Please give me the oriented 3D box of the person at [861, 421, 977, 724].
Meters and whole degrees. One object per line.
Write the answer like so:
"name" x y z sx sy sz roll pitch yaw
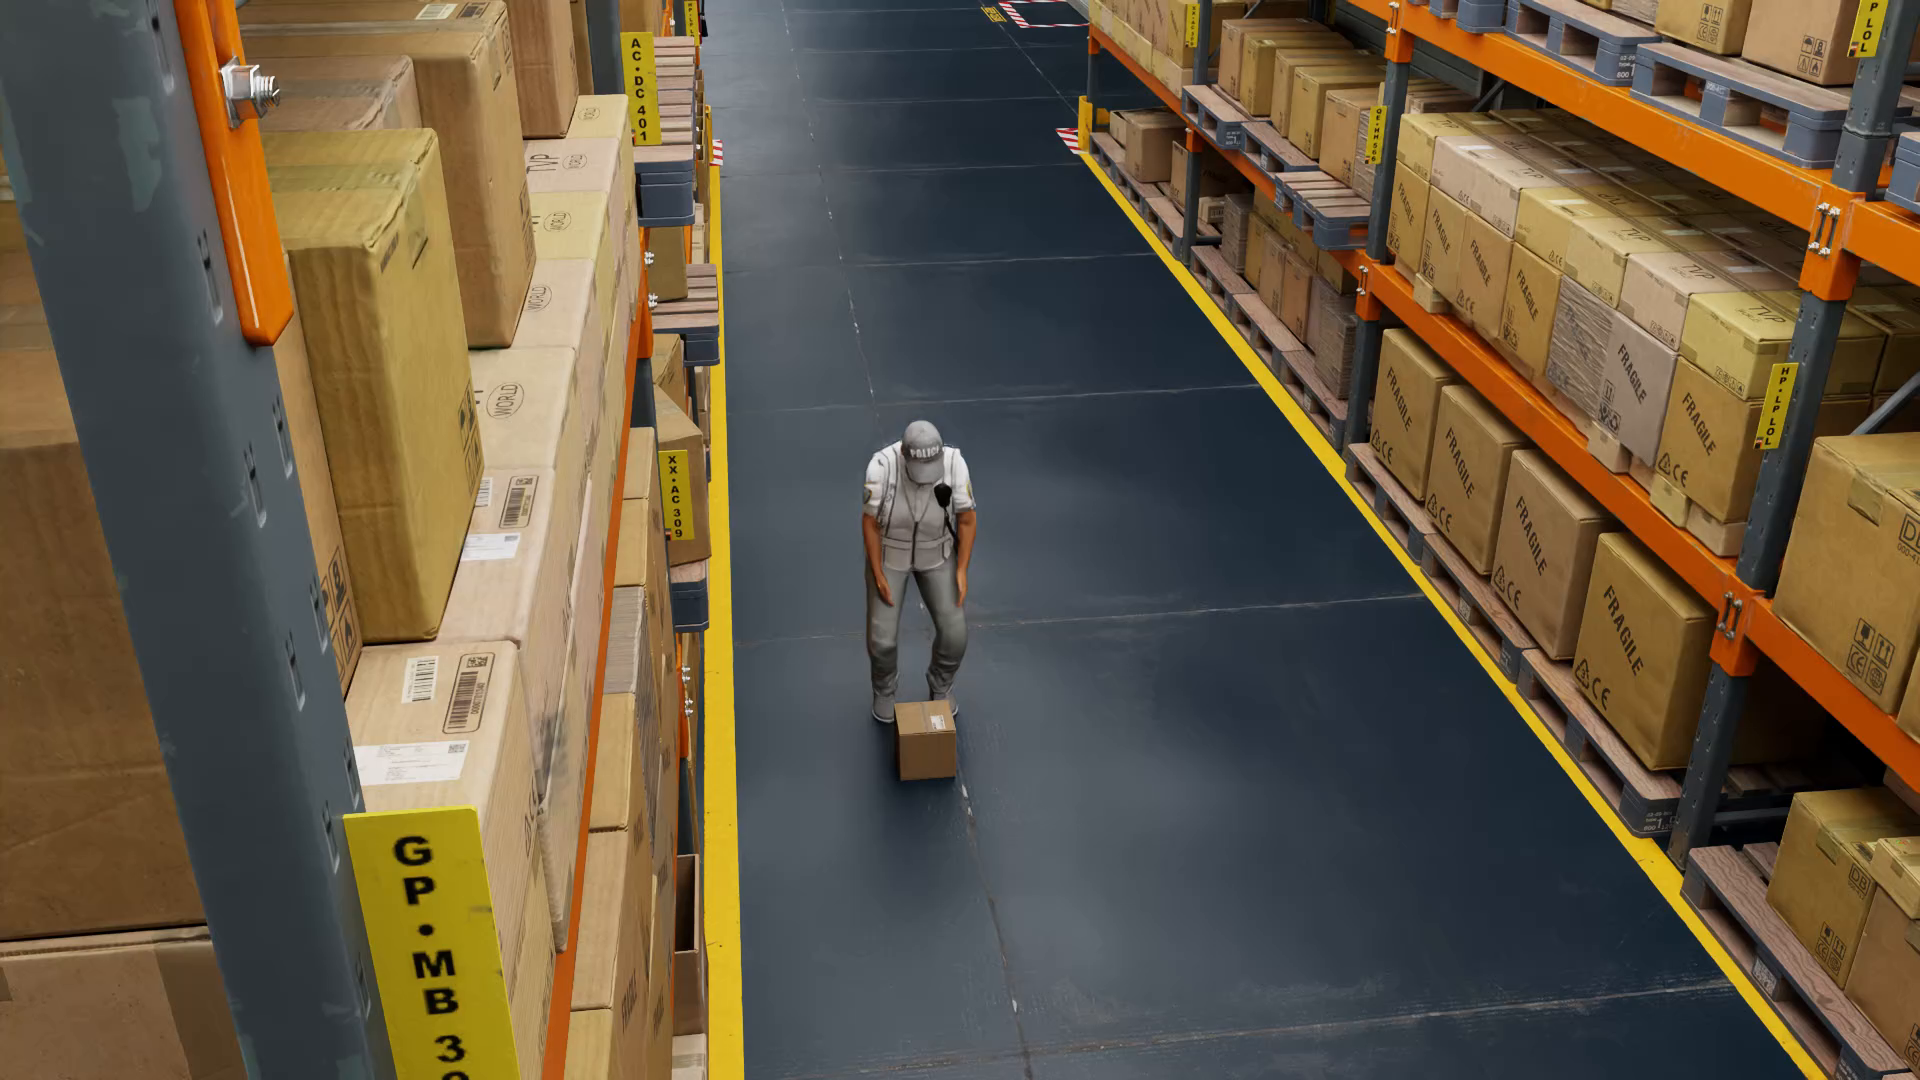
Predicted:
"person" -0.182 0.118 7.538 0.519 1.541 0.591 -3 27 -5
